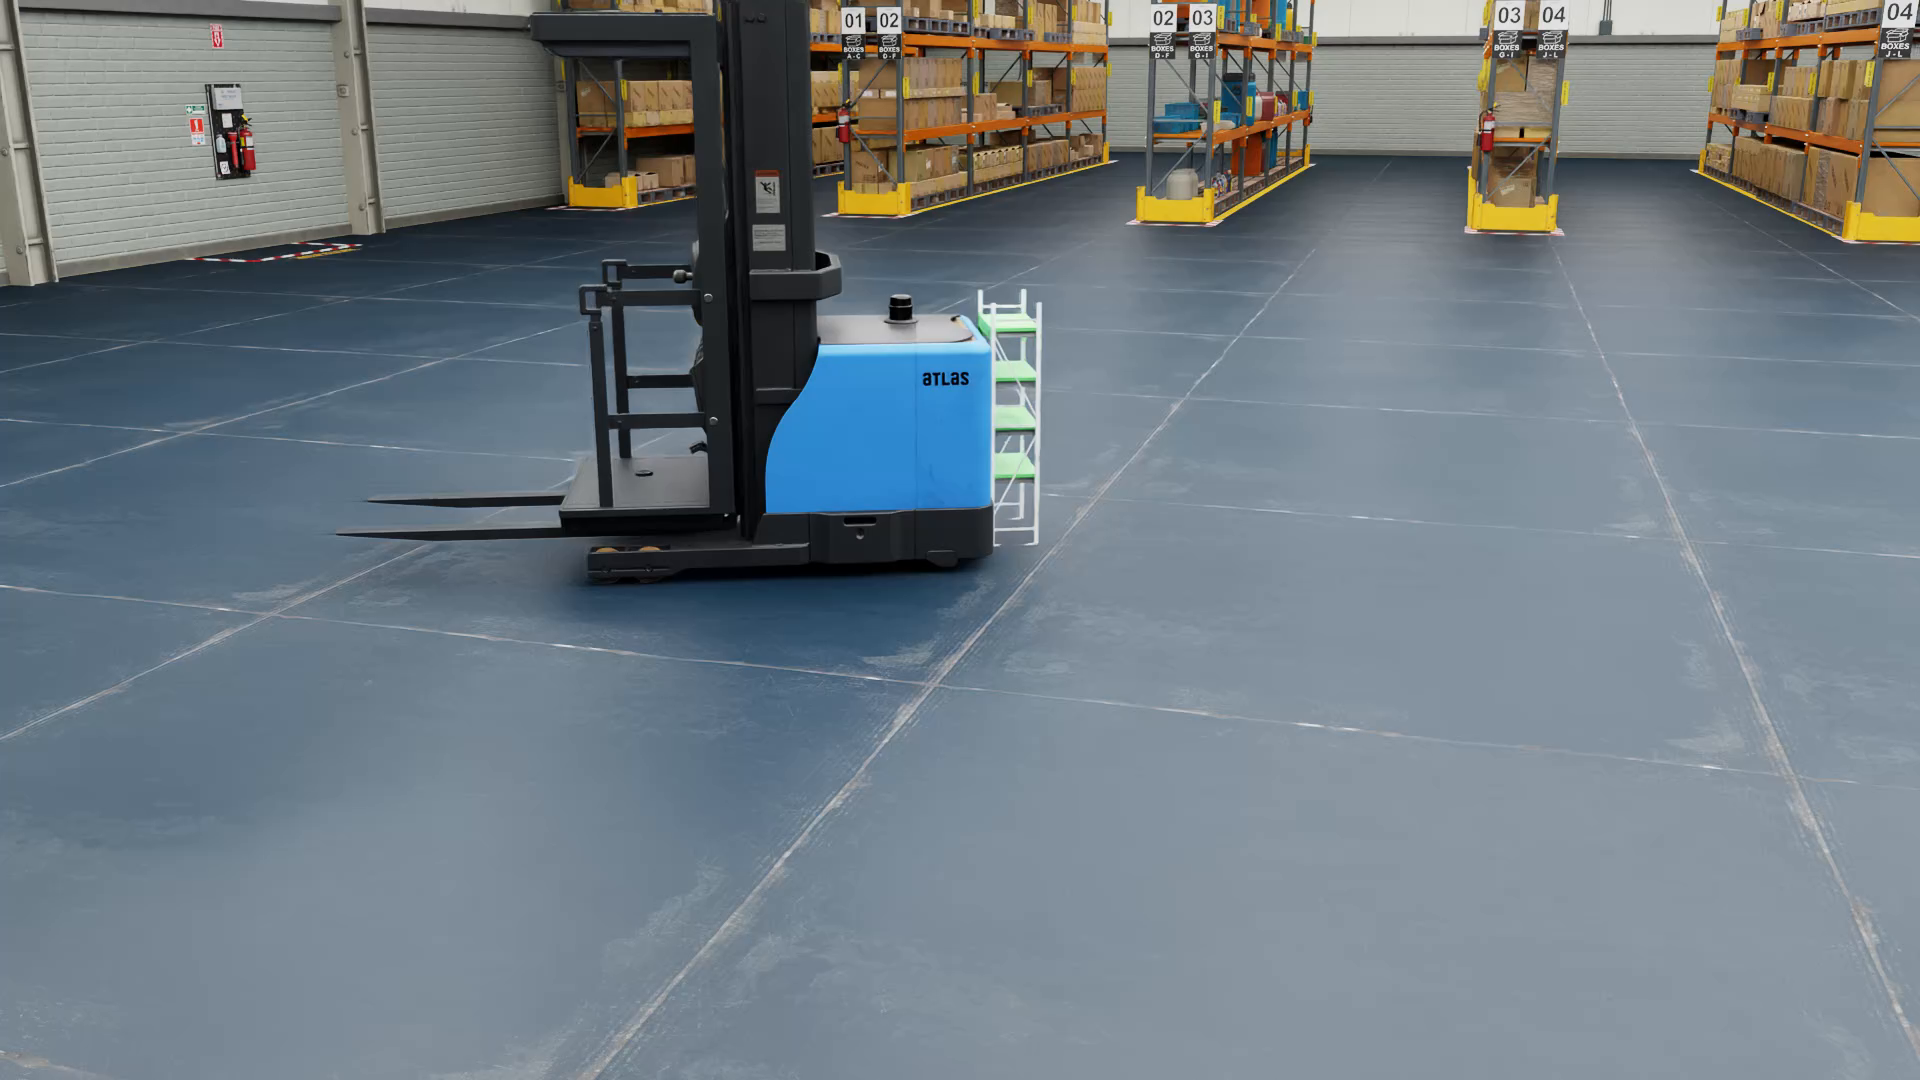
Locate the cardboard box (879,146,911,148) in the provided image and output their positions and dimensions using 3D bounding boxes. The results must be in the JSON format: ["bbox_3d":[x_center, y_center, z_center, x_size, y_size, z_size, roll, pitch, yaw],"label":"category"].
[{"bbox_3d":[-1.108,-6.568,28.882,0.500,0.500,0.500,5,16,16],"label":"cardboard box"}]

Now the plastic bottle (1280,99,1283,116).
[{"bbox_3d":[6.822,-9.236,35.484,0.144,0.351,0.185,5,16,16],"label":"plastic bottle"}]

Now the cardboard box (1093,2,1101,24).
[{"bbox_3d":[3.028,-12.793,40.424,0.700,0.500,0.500,5,16,16],"label":"cardboard box"}]

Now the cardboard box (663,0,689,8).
[{"bbox_3d":[-5.169,-9.749,29.653,0.500,0.500,0.500,4,16,14],"label":"cardboard box"}]

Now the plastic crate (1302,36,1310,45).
[{"bbox_3d":[7.900,-11.633,38.736,0.450,0.188,0.336,5,16,16],"label":"plastic crate"}]

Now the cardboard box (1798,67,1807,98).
[{"bbox_3d":[14.540,-7.695,27.948,0.700,0.500,0.500,4,16,15],"label":"cardboard box"}]

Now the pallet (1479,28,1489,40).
[{"bbox_3d":[10.514,-9.619,31.596,1.213,0.211,1.003,5,17,18],"label":"pallet"}]

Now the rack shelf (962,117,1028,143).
[{"bbox_3d":[0.316,-7.994,32.336,1.077,0.370,4.000,5,16,16],"label":"rack shelf"}]

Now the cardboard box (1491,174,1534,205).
[{"bbox_3d":[8.439,-5.322,25.408,0.500,0.500,0.500,10,18,30],"label":"cardboard box"}]

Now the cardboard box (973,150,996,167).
[{"bbox_3d":[0.397,-7.321,31.886,0.500,0.311,0.500,4,16,14],"label":"cardboard box"}]

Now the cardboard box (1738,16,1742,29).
[{"bbox_3d":[16.291,-10.617,34.126,0.500,0.250,0.500,4,16,14],"label":"cardboard box"}]

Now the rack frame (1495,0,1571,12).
[{"bbox_3d":[8.108,-8.888,23.173,1.000,3.000,0.127,5,16,16],"label":"rack frame"}]

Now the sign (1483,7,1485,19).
[{"bbox_3d":[12.125,-12.134,38.368,0.100,0.325,0.005,5,16,16],"label":"sign"}]

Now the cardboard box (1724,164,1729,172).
[{"bbox_3d":[16.030,-7.690,34.398,0.380,0.149,0.250,5,17,17],"label":"cardboard box"}]

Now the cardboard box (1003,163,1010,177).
[{"bbox_3d":[0.680,-7.320,32.909,0.500,0.250,0.500,5,17,17],"label":"cardboard box"}]

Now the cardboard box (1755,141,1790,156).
[{"bbox_3d":[15.051,-7.243,30.806,0.500,0.250,0.500,4,16,15],"label":"cardboard box"}]

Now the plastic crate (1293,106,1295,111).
[{"bbox_3d":[7.380,-9.882,37.781,0.437,0.282,0.530,5,16,16],"label":"plastic crate"}]

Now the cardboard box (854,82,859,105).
[{"bbox_3d":[-2.619,-10.354,38.571,0.500,0.500,0.500,4,16,15],"label":"cardboard box"}]

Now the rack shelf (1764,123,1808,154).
[{"bbox_3d":[14.540,-6.814,28.175,1.077,0.370,4.000,5,16,16],"label":"rack shelf"}]

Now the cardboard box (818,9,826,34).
[{"bbox_3d":[-3.384,-11.498,36.883,0.700,0.500,0.500,5,16,16],"label":"cardboard box"}]

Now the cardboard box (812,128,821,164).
[{"bbox_3d":[-3.531,-8.597,36.312,0.750,0.750,0.750,4,16,15],"label":"cardboard box"}]

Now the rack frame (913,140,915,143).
[{"bbox_3d":[-1.592,-11.340,42.813,1.000,3.000,0.127,5,16,16],"label":"rack frame"}]

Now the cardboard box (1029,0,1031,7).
[{"bbox_3d":[1.160,-11.083,34.394,0.500,0.500,0.500,5,16,16],"label":"cardboard box"}]

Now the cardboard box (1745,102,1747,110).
[{"bbox_3d":[15.177,-8.265,31.661,0.380,0.149,0.250,5,17,18],"label":"cardboard box"}]

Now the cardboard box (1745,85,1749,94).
[{"bbox_3d":[15.252,-8.621,31.827,0.380,0.149,0.250,5,17,18],"label":"cardboard box"}]

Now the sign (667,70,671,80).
[{"bbox_3d":[-5.536,-8.800,31.735,0.100,0.325,0.005,5,16,16],"label":"sign"}]

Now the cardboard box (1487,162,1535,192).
[{"bbox_3d":[9.440,-6.216,28.523,0.700,0.500,0.500,3,16,12],"label":"cardboard box"}]

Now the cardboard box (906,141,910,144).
[{"bbox_3d":[-1.695,-10.149,42.423,0.700,0.500,0.500,5,16,16],"label":"cardboard box"}]

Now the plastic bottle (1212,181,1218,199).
[{"bbox_3d":[4.173,-5.735,27.245,0.097,0.271,0.097,0,16,0],"label":"plastic bottle"}]

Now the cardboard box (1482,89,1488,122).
[{"bbox_3d":[8.882,-6.998,26.777,0.875,0.500,0.500,5,16,16],"label":"cardboard box"}]

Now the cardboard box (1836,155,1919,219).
[{"bbox_3d":[12.964,-4.953,23.419,0.875,0.875,0.875,5,17,16],"label":"cardboard box"}]

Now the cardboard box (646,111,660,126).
[{"bbox_3d":[-5.562,-7.331,28.918,0.500,0.250,0.500,4,16,14],"label":"cardboard box"}]

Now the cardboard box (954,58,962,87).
[{"bbox_3d":[-0.372,-8.373,29.792,0.700,0.500,0.500,5,17,16],"label":"cardboard box"}]

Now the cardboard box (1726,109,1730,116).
[{"bbox_3d":[16.349,-8.982,34.960,0.380,0.149,0.250,4,16,13],"label":"cardboard box"}]

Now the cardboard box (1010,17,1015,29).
[{"bbox_3d":[0.810,-10.314,33.203,0.500,0.250,0.500,3,16,12],"label":"cardboard box"}]

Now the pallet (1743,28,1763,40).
[{"bbox_3d":[15.676,-9.658,31.730,1.213,0.211,1.003,5,16,16],"label":"pallet"}]

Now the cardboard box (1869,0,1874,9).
[{"bbox_3d":[12.677,-7.342,22.728,0.380,0.149,0.250,5,17,16],"label":"cardboard box"}]

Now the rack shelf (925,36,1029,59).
[{"bbox_3d":[0.316,-9.438,31.927,1.077,0.370,4.000,5,16,16],"label":"rack shelf"}]

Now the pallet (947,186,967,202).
[{"bbox_3d":[-0.518,-6.271,30.052,1.003,0.211,1.213,5,16,16],"label":"pallet"}]

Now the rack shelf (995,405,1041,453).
[{"bbox_3d":[0.240,-0.555,8.322,0.258,0.148,0.480,-2,16,-6],"label":"rack shelf"}]

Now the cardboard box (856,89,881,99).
[{"bbox_3d":[-1.463,-7.246,27.006,0.380,0.149,0.250,4,16,15],"label":"cardboard box"}]

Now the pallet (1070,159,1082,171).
[{"bbox_3d":[2.218,-8.748,38.786,1.003,0.211,1.213,5,16,16],"label":"pallet"}]

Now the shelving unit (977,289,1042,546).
[{"bbox_3d":[0.240,-0.617,8.305,0.258,1.200,0.503,-2,16,-6],"label":"shelving unit"}]

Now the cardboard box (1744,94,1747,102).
[{"bbox_3d":[15.250,-8.478,31.867,0.380,0.149,0.250,4,16,15],"label":"cardboard box"}]

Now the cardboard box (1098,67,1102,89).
[{"bbox_3d":[3.153,-11.216,40.360,0.500,0.500,0.500,5,17,17],"label":"cardboard box"}]

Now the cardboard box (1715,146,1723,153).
[{"bbox_3d":[16.552,-8.437,35.942,0.380,0.149,0.250,5,17,17],"label":"cardboard box"}]

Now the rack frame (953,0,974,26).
[{"bbox_3d":[-0.252,-10.703,29.575,1.000,3.000,0.127,5,16,16],"label":"rack frame"}]

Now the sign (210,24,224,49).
[{"bbox_3d":[-9.311,-6.312,20.837,0.001,0.298,0.199,5,16,16],"label":"sign"}]

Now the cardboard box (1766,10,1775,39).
[{"bbox_3d":[15.157,-9.476,30.560,0.500,0.500,0.500,5,16,16],"label":"cardboard box"}]

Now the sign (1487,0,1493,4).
[{"bbox_3d":[8.712,-8.972,27.296,0.100,0.325,0.005,5,16,16],"label":"sign"}]

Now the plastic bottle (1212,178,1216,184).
[{"bbox_3d":[4.291,-5.977,28.078,0.061,0.283,0.133,5,16,16],"label":"plastic bottle"}]

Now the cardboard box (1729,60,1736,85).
[{"bbox_3d":[16.261,-9.682,34.406,0.500,0.500,0.500,4,16,14],"label":"cardboard box"}]

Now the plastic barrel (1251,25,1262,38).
[{"bbox_3d":[5.495,-9.504,31.098,0.301,0.262,0.301,0,16,0],"label":"plastic barrel"}]

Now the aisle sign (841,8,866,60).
[{"bbox_3d":[-1.689,-8.027,26.369,0.394,0.787,0.004,5,16,16],"label":"aisle sign"}]

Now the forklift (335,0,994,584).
[{"bbox_3d":[-1.393,-1.359,7.749,3.031,2.935,1.130,-2,16,-6],"label":"forklift"}]

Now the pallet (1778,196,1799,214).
[{"bbox_3d":[14.119,-5.503,27.345,1.003,0.211,1.213,5,16,16],"label":"pallet"}]

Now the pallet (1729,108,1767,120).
[{"bbox_3d":[15.888,-8.449,32.972,1.003,0.211,1.213,5,16,16],"label":"pallet"}]
